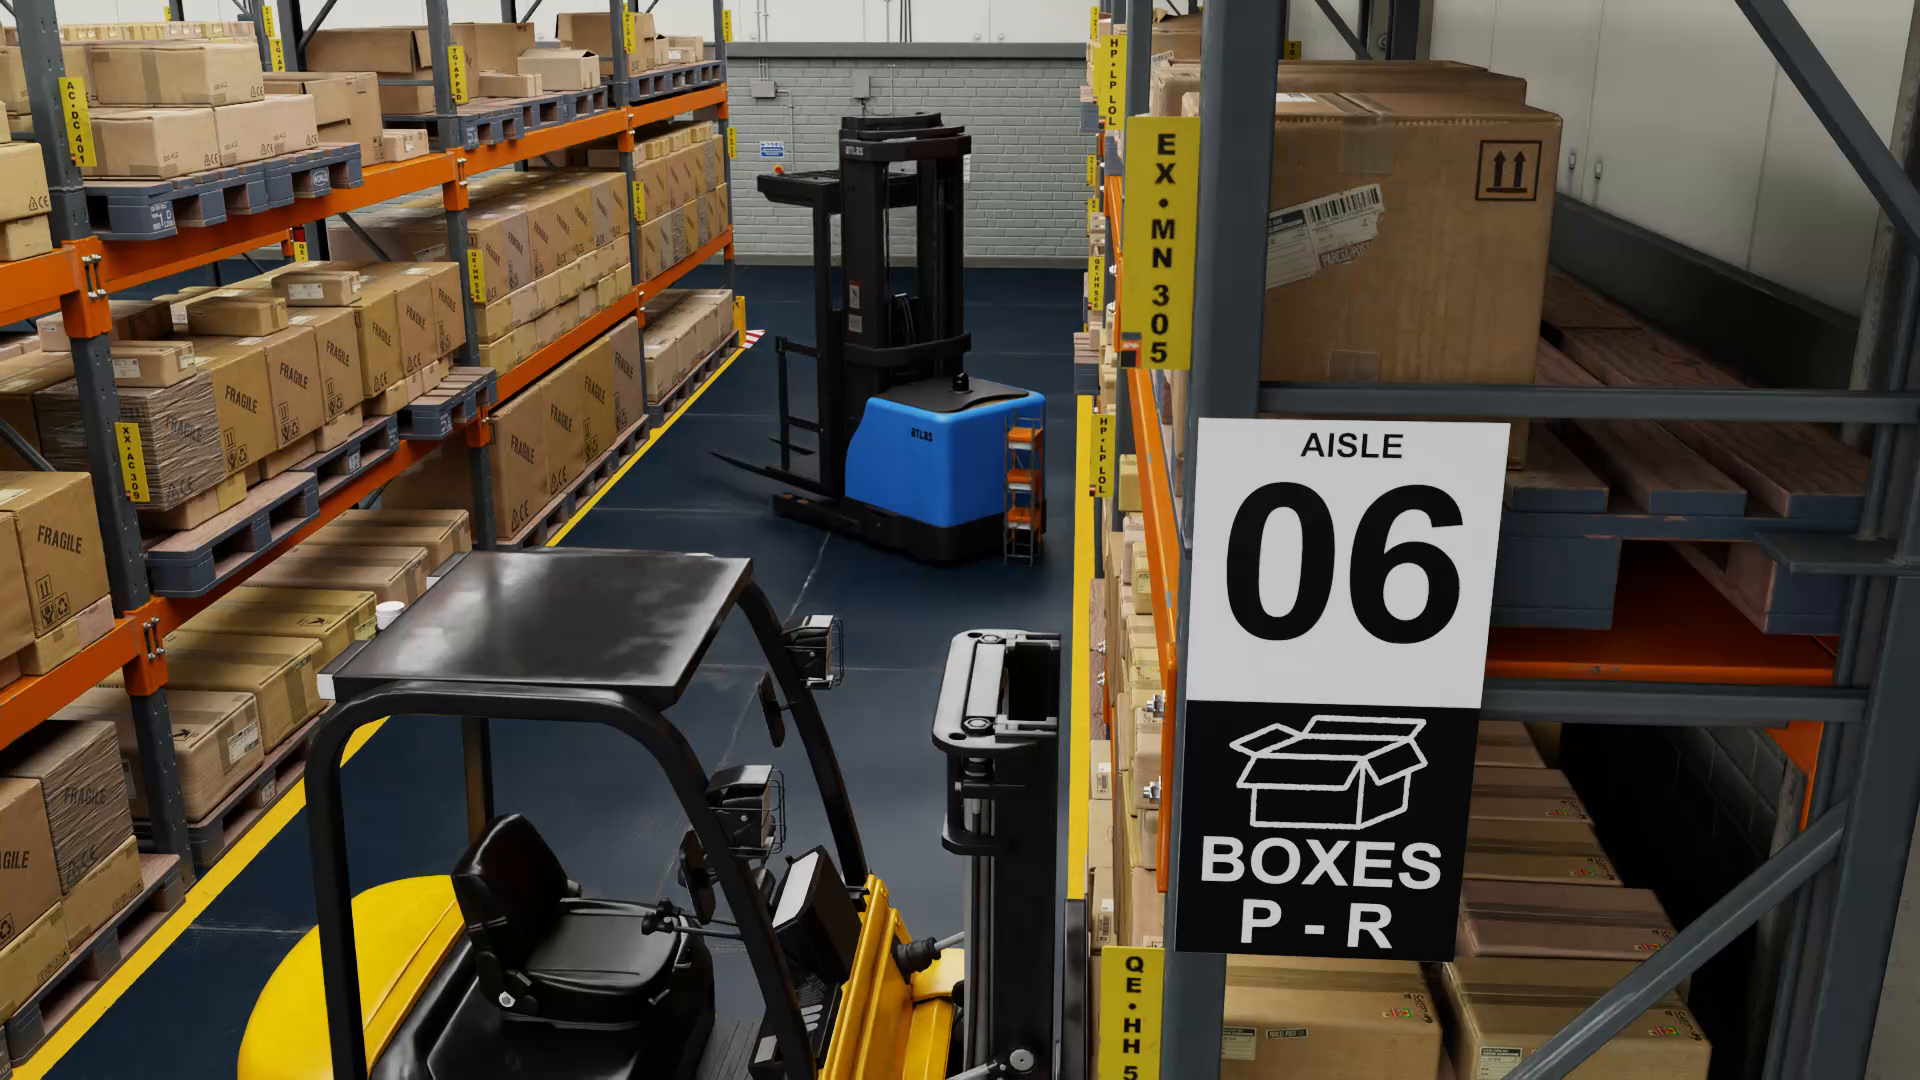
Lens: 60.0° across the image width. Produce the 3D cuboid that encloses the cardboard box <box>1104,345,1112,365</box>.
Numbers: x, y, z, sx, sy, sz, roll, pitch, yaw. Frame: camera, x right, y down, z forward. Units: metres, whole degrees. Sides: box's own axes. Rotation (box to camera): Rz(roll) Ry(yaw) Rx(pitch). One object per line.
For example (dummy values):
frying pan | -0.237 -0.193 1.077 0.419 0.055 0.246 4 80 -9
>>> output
cardboard box | 1.063 -0.920 9.352 0.500 0.250 0.500 2 18 6

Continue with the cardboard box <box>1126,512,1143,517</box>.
cardboard box | 0.804 -0.062 6.093 0.380 0.149 0.250 1 18 3

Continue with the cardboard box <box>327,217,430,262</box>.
cardboard box | -3.799 -1.840 10.956 0.500 0.500 0.500 1 18 2

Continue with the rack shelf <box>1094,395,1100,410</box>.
rack shelf | 1.519 -1.321 12.293 1.077 0.370 4.000 1 18 4

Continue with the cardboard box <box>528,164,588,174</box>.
cardboard box | -3.530 -3.069 14.706 0.500 0.500 0.500 1 18 3

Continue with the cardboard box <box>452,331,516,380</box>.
cardboard box | -3.289 -1.226 11.090 0.500 0.250 0.500 1 18 3

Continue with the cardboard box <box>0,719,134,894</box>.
cardboard box | -3.637 1.031 6.495 0.500 0.500 0.500 1 18 3

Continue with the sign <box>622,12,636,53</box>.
sign | -2.747 -4.205 13.787 0.100 0.325 0.005 1 18 4

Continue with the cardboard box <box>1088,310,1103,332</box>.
cardboard box | 1.129 -1.505 11.265 0.500 0.250 0.500 0 18 1

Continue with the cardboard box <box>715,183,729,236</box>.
cardboard box | -2.772 -3.528 17.711 0.500 0.500 0.500 1 18 4

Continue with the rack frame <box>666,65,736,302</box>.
rack frame | -3.002 -3.636 18.202 1.000 3.000 0.127 1 18 4

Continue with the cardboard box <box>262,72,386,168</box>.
cardboard box | -3.653 -2.330 9.239 0.700 0.500 0.500 1 18 4

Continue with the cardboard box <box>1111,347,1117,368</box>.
cardboard box | 0.977 -0.904 8.662 0.380 0.149 0.250 2 18 5

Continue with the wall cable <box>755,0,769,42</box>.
wall cable | -2.875 -8.260 22.679 0.463 3.000 0.029 1 18 4

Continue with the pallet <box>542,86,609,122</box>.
pallet | -3.305 -3.442 13.101 0.805 0.209 1.217 1 18 2

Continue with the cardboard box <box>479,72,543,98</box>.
cardboard box | -3.274 -3.317 12.112 0.380 0.166 0.250 3 18 9

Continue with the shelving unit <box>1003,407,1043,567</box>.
shelving unit | 0.431 -0.357 11.327 0.215 1.050 0.252 5 19 15

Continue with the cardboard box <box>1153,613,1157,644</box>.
cardboard box | 0.757 0.198 4.822 0.380 0.149 0.250 1 18 4

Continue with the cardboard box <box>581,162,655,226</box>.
cardboard box | -3.013 -3.059 14.674 0.500 0.500 0.500 1 18 4

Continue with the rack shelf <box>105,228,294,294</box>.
rack shelf | -8.090 -2.752 16.660 1.077 0.370 4.000 1 18 4

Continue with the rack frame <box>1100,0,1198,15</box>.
rack frame | 1.949 -6.377 16.934 1.000 3.000 0.127 1 18 4

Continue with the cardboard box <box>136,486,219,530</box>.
cardboard box | -3.507 -0.154 7.304 0.380 0.149 0.250 2 18 5

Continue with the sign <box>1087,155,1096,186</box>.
sign | 1.408 -3.950 17.770 0.100 0.325 0.005 1 18 4

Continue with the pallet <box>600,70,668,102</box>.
pallet | -3.219 -4.031 14.732 1.003 0.211 1.213 1 18 4

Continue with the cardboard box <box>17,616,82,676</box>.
cardboard box | -3.592 0.395 6.305 0.380 0.149 0.250 2 18 5

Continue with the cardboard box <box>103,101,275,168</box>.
cardboard box | -3.385 -1.793 7.326 0.500 0.250 0.500 1 18 3

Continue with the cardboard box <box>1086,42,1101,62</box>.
cardboard box | 1.204 -3.896 13.268 0.380 0.149 0.250 2 18 6

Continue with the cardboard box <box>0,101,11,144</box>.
cardboard box | -3.667 -1.491 5.961 0.380 0.149 0.250 2 18 5

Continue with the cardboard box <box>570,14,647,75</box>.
cardboard box | -3.037 -4.292 14.391 0.500 0.500 0.500 2 18 5

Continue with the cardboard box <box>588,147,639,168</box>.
cardboard box | -3.007 -3.317 14.420 0.380 0.149 0.250 1 18 3

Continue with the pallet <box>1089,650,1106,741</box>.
pallet | 1.188 0.916 8.788 1.003 0.211 1.213 1 18 4

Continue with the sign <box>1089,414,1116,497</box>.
sign | 0.547 -0.321 6.353 0.100 0.325 0.005 1 18 4

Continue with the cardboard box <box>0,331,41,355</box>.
cardboard box | -8.034 -1.604 14.136 0.500 0.250 0.500 1 18 2

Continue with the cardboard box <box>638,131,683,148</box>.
cardboard box | -2.902 -3.872 16.115 0.380 0.149 0.250 2 18 6

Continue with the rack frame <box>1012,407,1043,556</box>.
rack frame | 0.463 -0.394 11.439 0.200 1.050 0.008 5 19 15

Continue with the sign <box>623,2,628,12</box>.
sign | -3.555 -5.529 17.630 0.100 0.325 0.005 1 18 4

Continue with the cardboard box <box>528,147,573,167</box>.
cardboard box | -3.584 -3.327 14.452 0.380 0.149 0.250 1 18 3

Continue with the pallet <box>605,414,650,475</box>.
pallet | -3.269 -0.827 14.109 1.003 0.211 1.213 1 18 4

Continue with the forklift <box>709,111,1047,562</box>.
forklift | -0.754 -1.624 12.173 1.130 2.935 3.031 -16 24 -40

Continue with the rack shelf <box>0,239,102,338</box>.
rack shelf | -4.005 -0.371 4.577 1.077 0.370 4.000 1 18 4

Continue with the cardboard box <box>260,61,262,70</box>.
cardboard box | -7.715 -4.922 17.551 0.500 0.250 0.500 1 18 3

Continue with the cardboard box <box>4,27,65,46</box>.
cardboard box | -7.971 -4.339 14.328 0.380 0.149 0.250 1 18 3

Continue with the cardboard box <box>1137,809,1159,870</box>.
cardboard box | 0.617 0.653 3.910 0.380 0.149 0.250 1 18 2

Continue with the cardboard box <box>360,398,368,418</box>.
cardboard box | -3.460 -0.721 9.036 0.380 0.149 0.250 1 18 4

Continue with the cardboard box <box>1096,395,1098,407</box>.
cardboard box | 1.404 -1.151 13.957 0.500 0.500 0.500 2 18 6

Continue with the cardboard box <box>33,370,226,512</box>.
cardboard box | -3.542 -0.437 7.126 0.500 0.500 0.500 2 18 5

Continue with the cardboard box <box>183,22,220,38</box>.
cardboard box | -7.721 -5.148 16.797 0.380 0.149 0.250 2 18 5

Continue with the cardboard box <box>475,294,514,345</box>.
cardboard box | -3.293 -1.470 11.029 0.500 0.250 0.500 1 18 4

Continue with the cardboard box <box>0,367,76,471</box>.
cardboard box | -4.058 -0.446 7.154 0.500 0.500 0.500 1 18 3

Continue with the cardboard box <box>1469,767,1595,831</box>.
cardboard box | 1.129 0.607 3.574 0.380 0.149 0.250 1 18 4

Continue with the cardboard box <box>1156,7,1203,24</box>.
cardboard box | 1.723 -3.996 12.909 0.396 0.266 0.258 1 18 4

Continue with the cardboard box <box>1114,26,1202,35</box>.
cardboard box | 1.145 -2.383 8.566 0.700 0.500 0.500 1 18 3

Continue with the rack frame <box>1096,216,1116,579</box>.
rack frame | 1.376 -1.042 10.285 1.000 3.000 0.127 1 18 4

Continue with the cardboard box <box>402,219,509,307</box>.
cardboard box | -3.296 -1.822 10.899 0.500 0.500 0.500 1 18 2

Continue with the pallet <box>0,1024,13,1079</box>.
pallet | -3.960 2.005 5.464 1.003 0.211 1.213 1 18 4

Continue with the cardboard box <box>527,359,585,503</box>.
cardboard box | -3.375 -0.831 12.379 0.875 0.875 0.875 2 18 5
